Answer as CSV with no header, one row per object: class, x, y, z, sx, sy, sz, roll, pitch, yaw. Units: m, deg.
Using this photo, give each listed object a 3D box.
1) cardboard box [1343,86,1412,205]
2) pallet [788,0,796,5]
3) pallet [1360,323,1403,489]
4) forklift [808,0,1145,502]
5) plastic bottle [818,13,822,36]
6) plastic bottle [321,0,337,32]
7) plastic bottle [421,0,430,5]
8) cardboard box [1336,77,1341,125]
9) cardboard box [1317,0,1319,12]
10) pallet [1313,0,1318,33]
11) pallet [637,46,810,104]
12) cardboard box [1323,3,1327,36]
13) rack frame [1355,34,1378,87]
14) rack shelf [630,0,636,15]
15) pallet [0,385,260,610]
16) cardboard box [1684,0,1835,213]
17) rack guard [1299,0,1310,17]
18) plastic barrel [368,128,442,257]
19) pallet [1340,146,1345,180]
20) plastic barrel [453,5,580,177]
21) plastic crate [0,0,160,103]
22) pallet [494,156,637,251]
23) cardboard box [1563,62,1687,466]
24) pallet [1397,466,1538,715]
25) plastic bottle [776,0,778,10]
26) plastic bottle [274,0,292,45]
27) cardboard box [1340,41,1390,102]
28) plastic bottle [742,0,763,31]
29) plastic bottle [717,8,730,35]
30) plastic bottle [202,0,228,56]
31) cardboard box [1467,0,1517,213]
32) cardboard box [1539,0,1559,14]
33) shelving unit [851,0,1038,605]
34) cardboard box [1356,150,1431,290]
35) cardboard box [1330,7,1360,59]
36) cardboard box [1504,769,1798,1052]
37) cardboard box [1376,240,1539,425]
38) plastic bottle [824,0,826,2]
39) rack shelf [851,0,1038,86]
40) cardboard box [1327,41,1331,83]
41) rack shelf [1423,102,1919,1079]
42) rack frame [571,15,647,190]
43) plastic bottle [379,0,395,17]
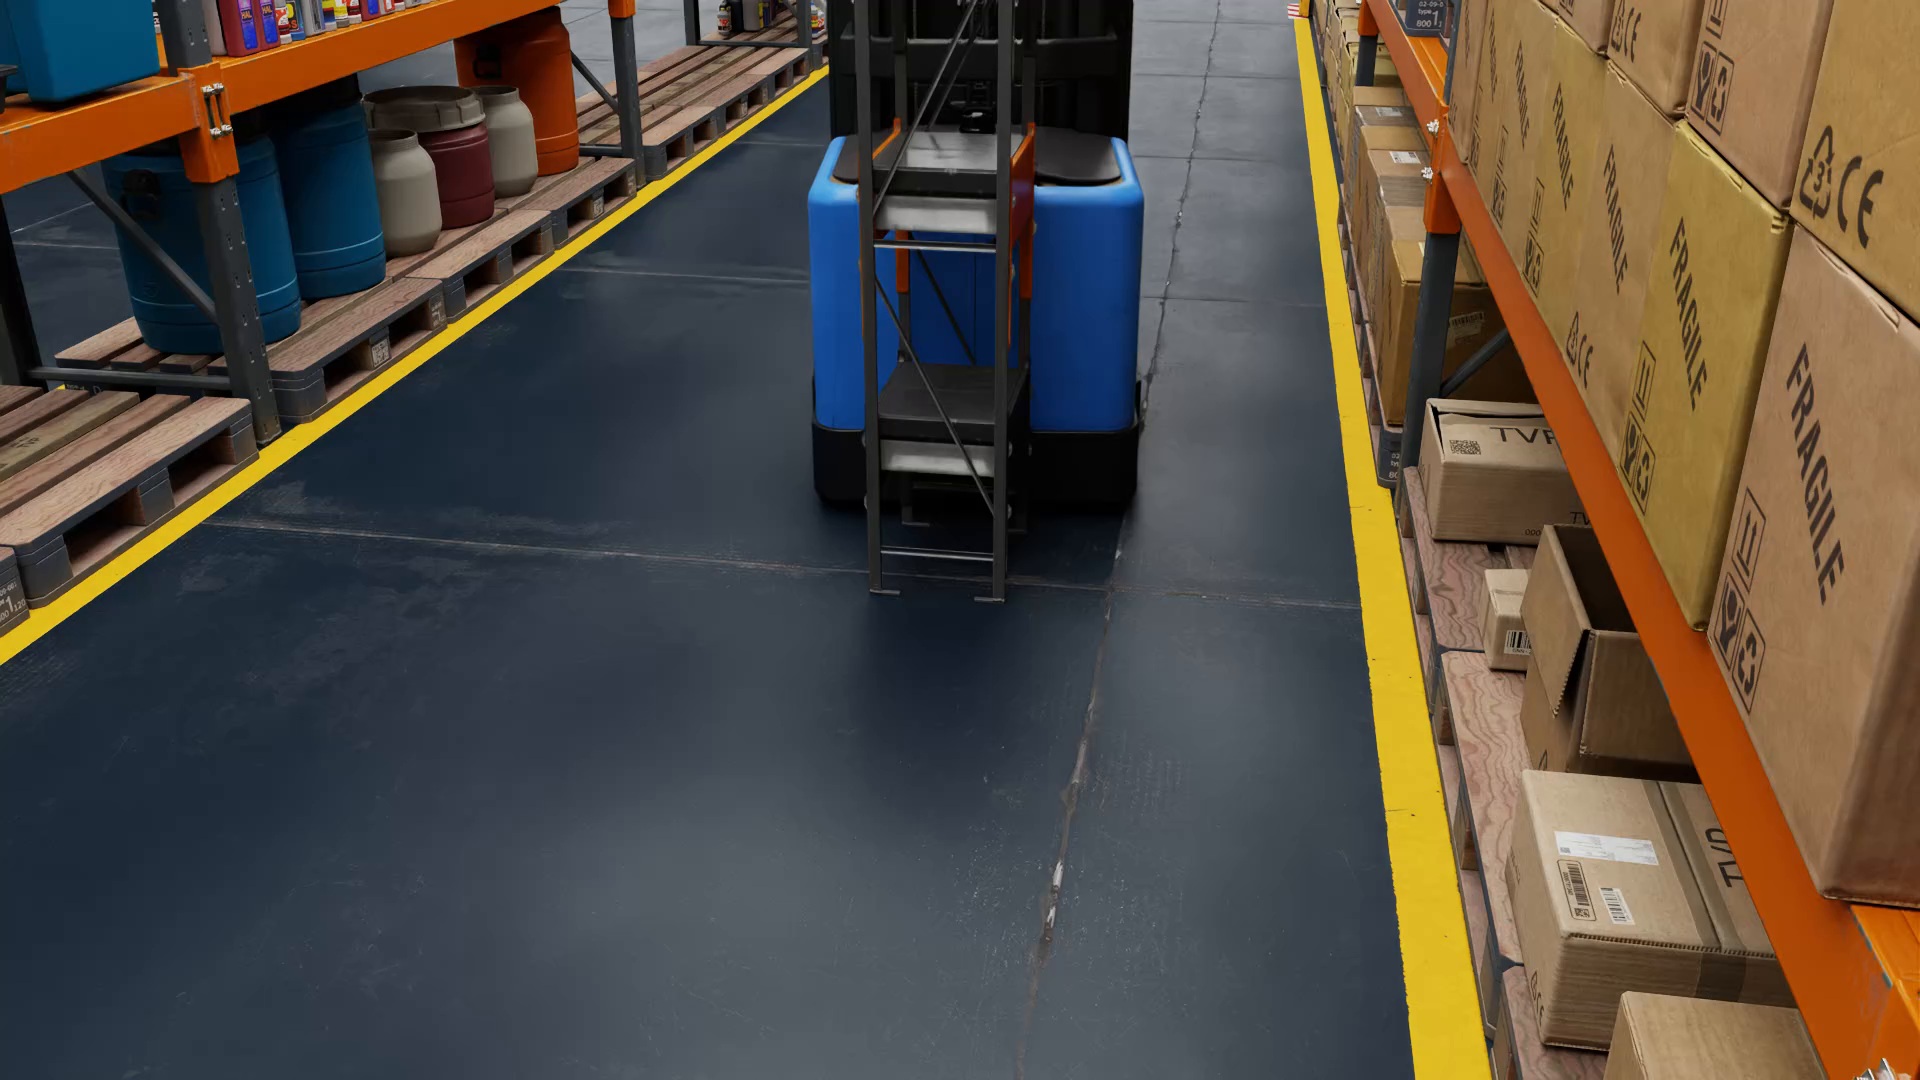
cardboard box,2.208,-1.976,8.363,0.500,0.500,0.500,5,26,11
pallet,-1.118,-5.133,15.966,1.003,0.211,1.213,4,25,9
pallet,2.006,-0.486,6.040,1.003,0.211,1.213,4,25,9
forklift,0.075,-2.029,6.127,1.130,2.935,3.031,0,25,1
plastic bottle,-1.167,-4.174,13.412,0.097,0.201,0.097,0,25,0
plastic bottle,-2.418,-2.060,6.264,0.097,0.271,0.097,0,25,0
plastic bottle,-2.289,-2.391,6.971,0.097,0.271,0.097,0,25,0
cardboard box,2.576,-2.687,10.201,0.500,0.250,0.500,5,25,10
cardboard box,3.405,-4.743,14.592,0.500,0.250,0.500,4,25,9
pallet,3.788,-4.840,15.340,1.003,0.211,1.213,4,25,9
pallet,-1.758,-3.503,12.485,1.003,0.211,1.213,4,25,9
cardboard box,3.170,-4.115,13.250,0.500,0.250,0.500,4,25,9
rack frame,2.565,-3.079,8.290,1.000,3.000,0.127,4,25,9
rack shelf,-1.995,-3.935,10.966,1.077,0.370,4.000,4,25,9
pallet,-3.057,-0.178,5.381,1.003,0.211,1.213,4,25,9
cardboard box,1.140,-0.648,1.799,0.500,0.500,0.500,5,25,10
rack guard,3.876,-5.303,15.990,1.175,0.500,0.348,4,25,9
plastic barrel,-2.573,-1.567,7.499,0.421,0.512,0.421,0,25,0
pallet,2.738,-2.158,9.611,1.003,0.211,1.213,4,25,9
plastic barrel,-2.385,-2.426,8.958,0.600,0.830,0.708,4,25,9
plastic crate,-2.715,-1.552,4.976,0.392,0.384,0.575,4,25,9
pallet,-2.409,-1.829,8.907,1.003,0.211,1.213,4,25,9
cardboard box,1.230,-0.410,2.471,0.500,0.500,0.500,4,25,9
pallet,1.798,0.144,4.694,1.003,0.211,1.213,4,25,9
plastic bottle,-1.674,-4.854,14.780,0.097,0.271,0.097,0,25,0
plastic bottle,-2.472,-1.890,5.984,0.097,0.201,0.097,0,25,0
cardboard box,2.486,-2.732,9.635,0.500,0.311,0.500,4,25,8
plastic bottle,-1.705,-4.376,13.666,0.144,0.351,0.185,4,25,9
plastic bottle,-1.916,-4.202,13.471,0.097,0.201,0.097,0,25,0
plastic bottle,-2.591,-1.871,5.766,0.144,0.351,0.185,4,25,9
cardboard box,1.478,-1.043,3.822,0.500,0.500,0.500,4,25,9
cardboard box,1.388,-1.296,3.184,0.500,0.500,0.500,3,25,7
shelving unit,-0.027,-0.882,4.657,0.431,2.100,0.503,4,25,9
cardboard box,1.961,-1.329,6.980,0.500,0.500,0.500,3,25,7
cardboard box,2.735,-3.370,10.998,0.500,0.311,0.500,3,25,7
cardboard box,1.288,0.673,2.999,0.500,0.250,0.500,4,25,9
cardboard box,1.709,-0.700,5.636,0.500,0.500,0.500,4,25,8
plastic bottle,-1.127,-4.405,13.729,0.144,0.351,0.185,5,25,10
rack shelf,-0.027,-1.503,4.366,0.431,0.518,0.480,4,25,9
cardboard box,2.823,-3.332,11.578,0.500,0.250,0.500,5,25,10
rack shelf,1.584,-0.244,3.082,1.077,0.370,4.000,4,25,9
rack frame,-2.322,-3.424,9.027,1.000,3.000,0.127,4,25,9
plastic bottle,-2.373,-2.249,6.664,0.152,0.276,0.135,4,25,9
